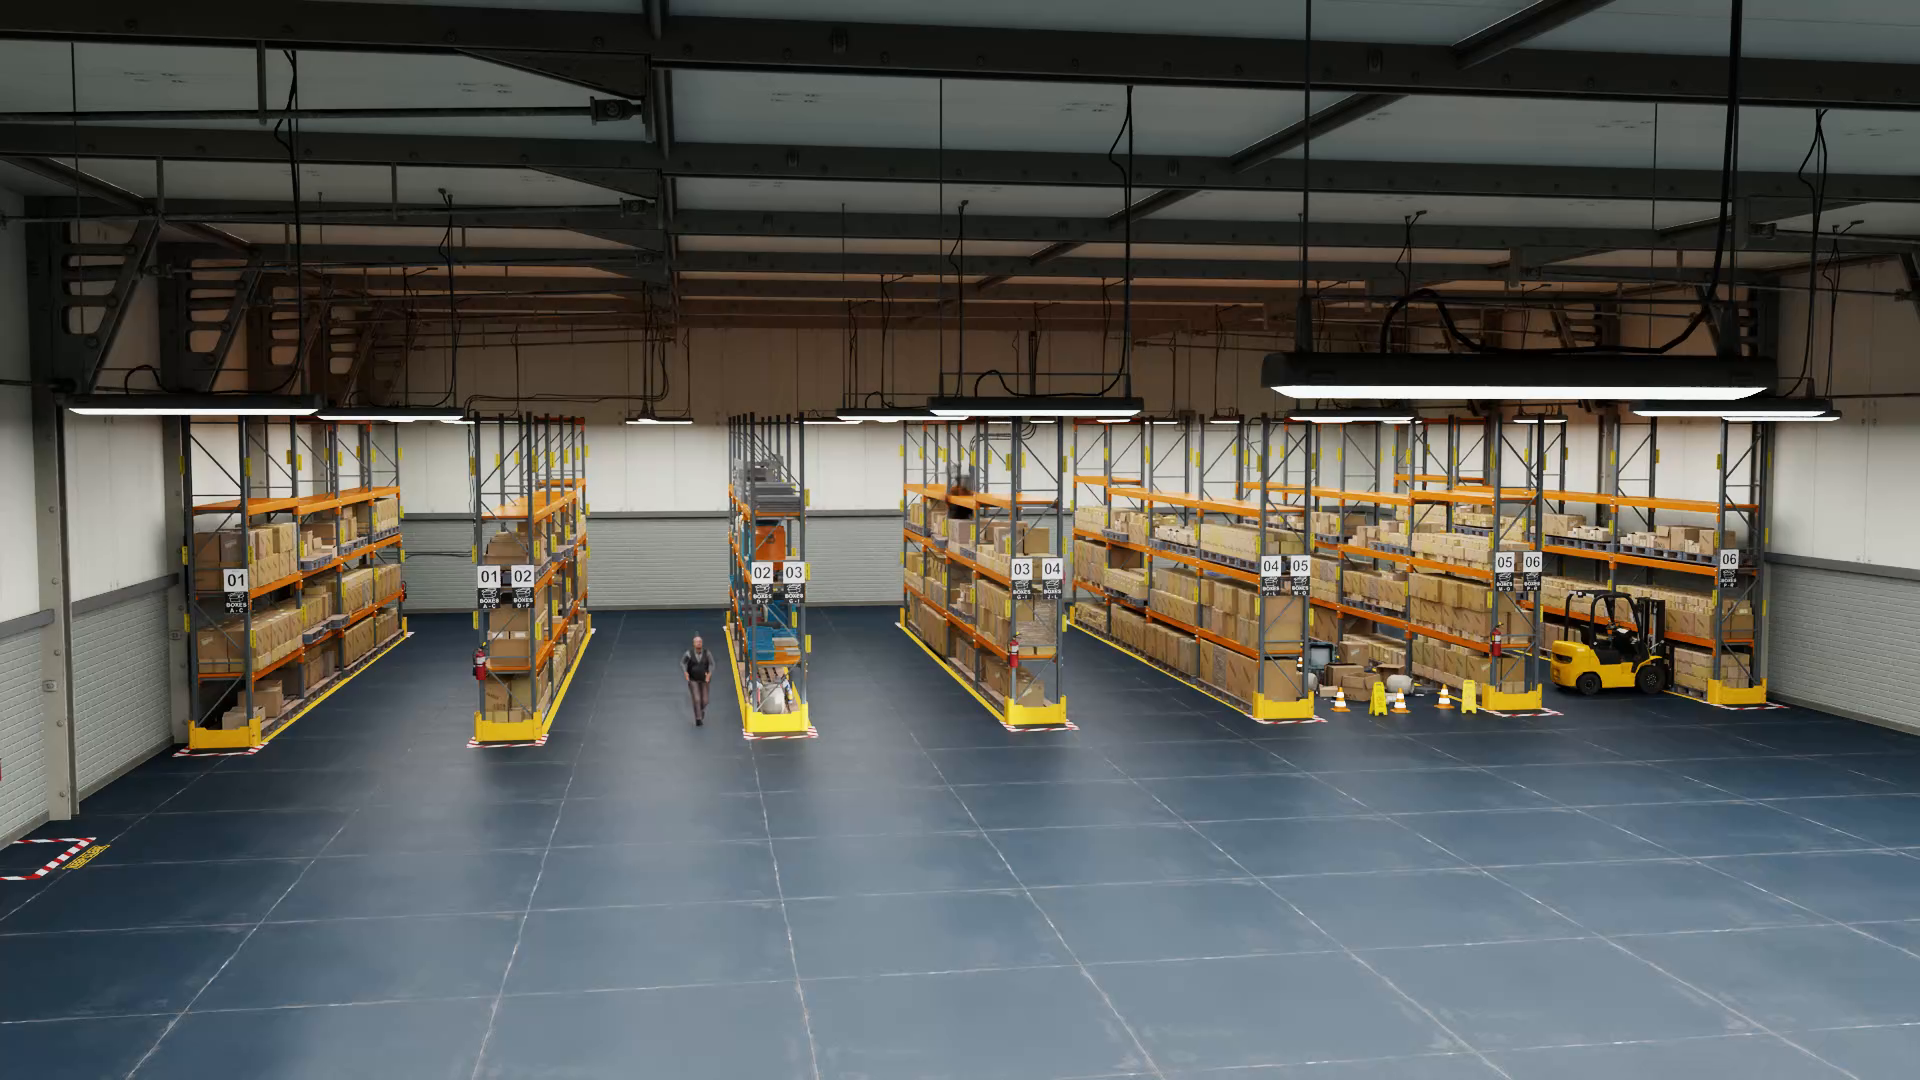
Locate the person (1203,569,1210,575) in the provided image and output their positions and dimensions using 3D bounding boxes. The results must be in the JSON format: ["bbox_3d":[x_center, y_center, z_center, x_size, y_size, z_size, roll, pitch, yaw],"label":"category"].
[{"bbox_3d":[7.539,1.501,50.581,0.810,1.645,0.616,0,4,-4],"label":"person"}]

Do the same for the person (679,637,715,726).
[{"bbox_3d":[-5.050,2.699,31.994,0.680,1.695,0.692,-1,4,-16],"label":"person"}]
